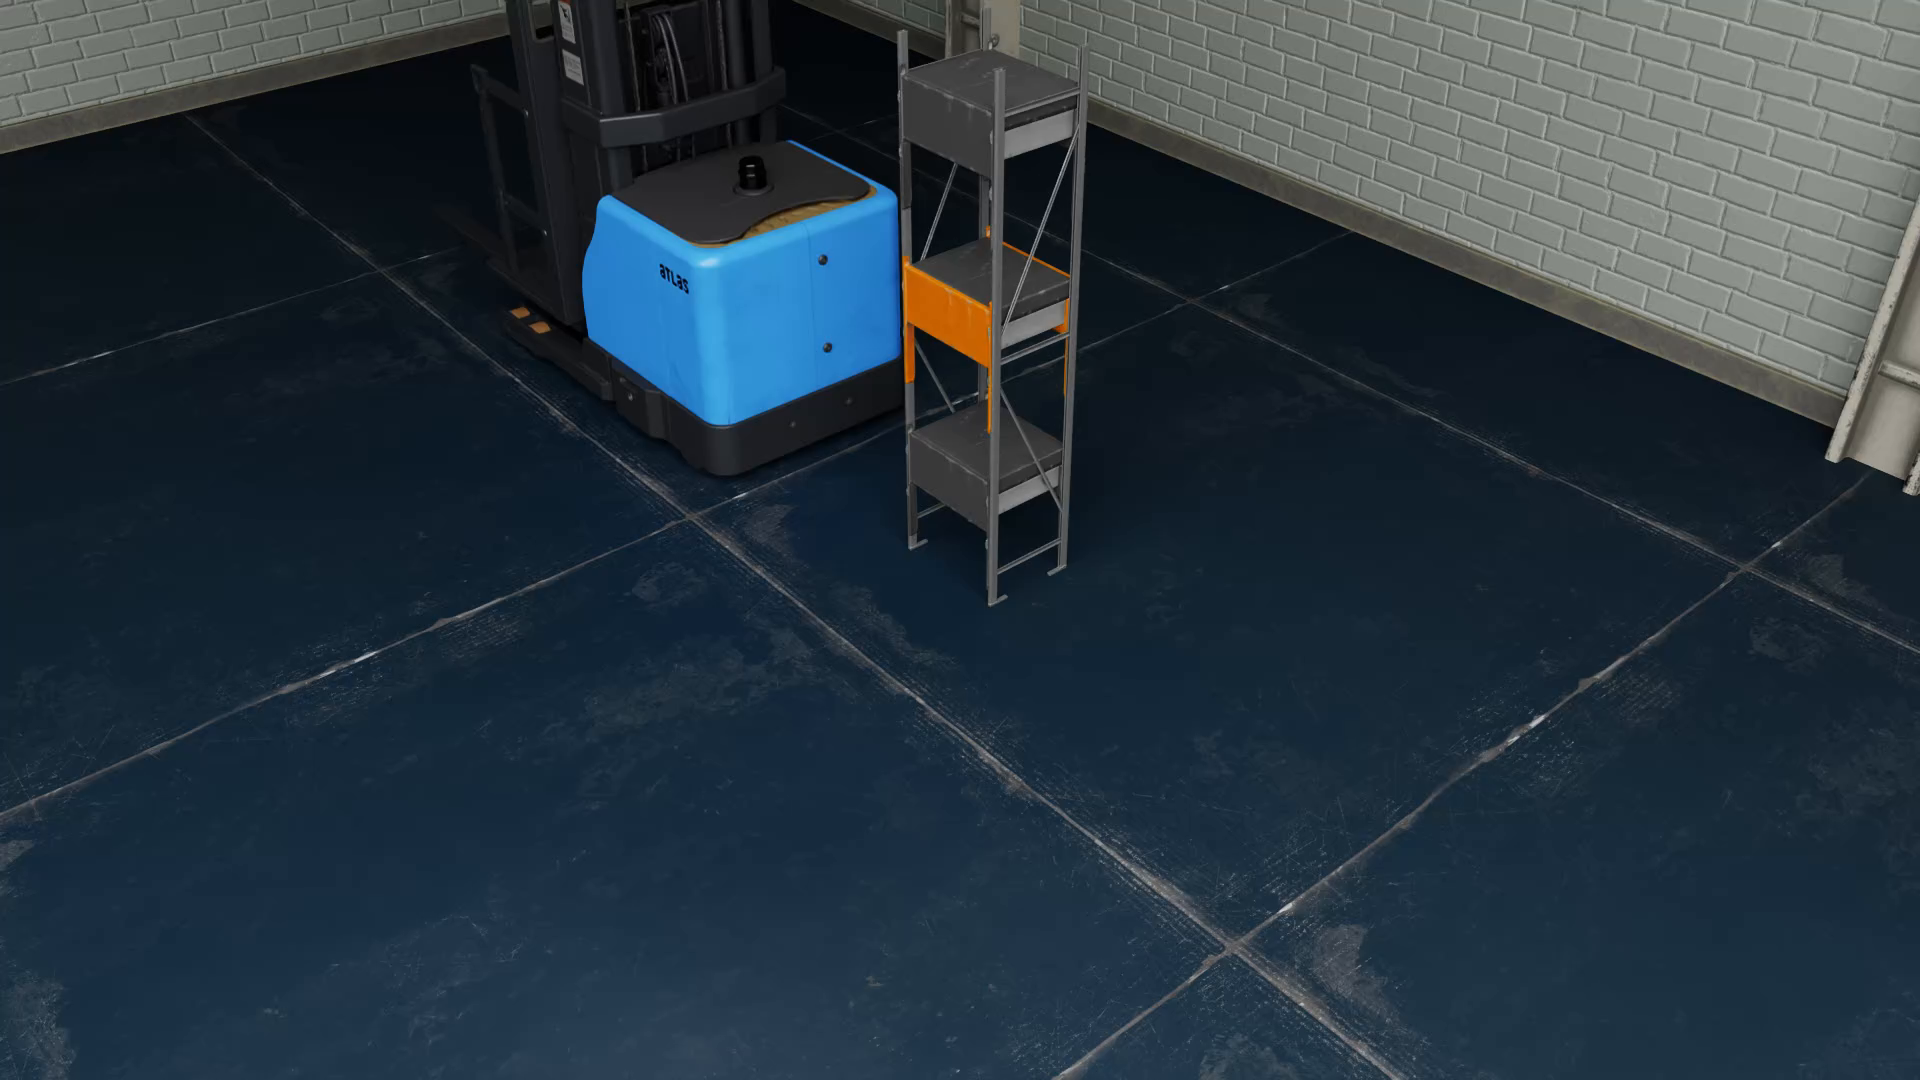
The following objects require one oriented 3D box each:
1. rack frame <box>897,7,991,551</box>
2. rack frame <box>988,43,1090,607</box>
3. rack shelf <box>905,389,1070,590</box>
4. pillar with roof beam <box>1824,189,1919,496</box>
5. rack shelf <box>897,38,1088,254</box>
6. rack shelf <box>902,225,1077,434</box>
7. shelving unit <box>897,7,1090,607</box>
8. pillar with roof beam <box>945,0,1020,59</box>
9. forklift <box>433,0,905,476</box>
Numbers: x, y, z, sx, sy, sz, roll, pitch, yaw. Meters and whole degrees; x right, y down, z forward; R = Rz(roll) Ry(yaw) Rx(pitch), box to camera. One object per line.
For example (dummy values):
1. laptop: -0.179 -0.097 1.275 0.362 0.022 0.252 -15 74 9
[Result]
1. rack frame: -0.051 -0.892 6.192 0.400 2.100 0.015 -26 43 -32
2. rack frame: 0.264 -0.676 5.888 0.400 2.100 0.015 -26 43 -32
3. rack shelf: 0.107 -0.201 6.452 0.431 0.518 0.480 -26 43 -32
4. pillar with roof beam: 0.726 -2.396 2.347 9.100 9.000 0.400 -26 43 -32
5. rack shelf: 0.107 -1.344 5.643 0.431 0.518 0.480 -26 43 -32
6. rack shelf: 0.107 -0.773 6.048 0.431 0.518 0.480 -26 43 -32
7. shelving unit: 0.107 -0.784 6.040 0.431 2.100 0.503 -26 43 -32
8. pillar with roof beam: -3.146 -5.045 6.087 9.100 9.000 0.400 -26 43 -32
9. forklift: -1.578 -2.245 7.384 1.130 2.935 3.031 -26 43 -32
